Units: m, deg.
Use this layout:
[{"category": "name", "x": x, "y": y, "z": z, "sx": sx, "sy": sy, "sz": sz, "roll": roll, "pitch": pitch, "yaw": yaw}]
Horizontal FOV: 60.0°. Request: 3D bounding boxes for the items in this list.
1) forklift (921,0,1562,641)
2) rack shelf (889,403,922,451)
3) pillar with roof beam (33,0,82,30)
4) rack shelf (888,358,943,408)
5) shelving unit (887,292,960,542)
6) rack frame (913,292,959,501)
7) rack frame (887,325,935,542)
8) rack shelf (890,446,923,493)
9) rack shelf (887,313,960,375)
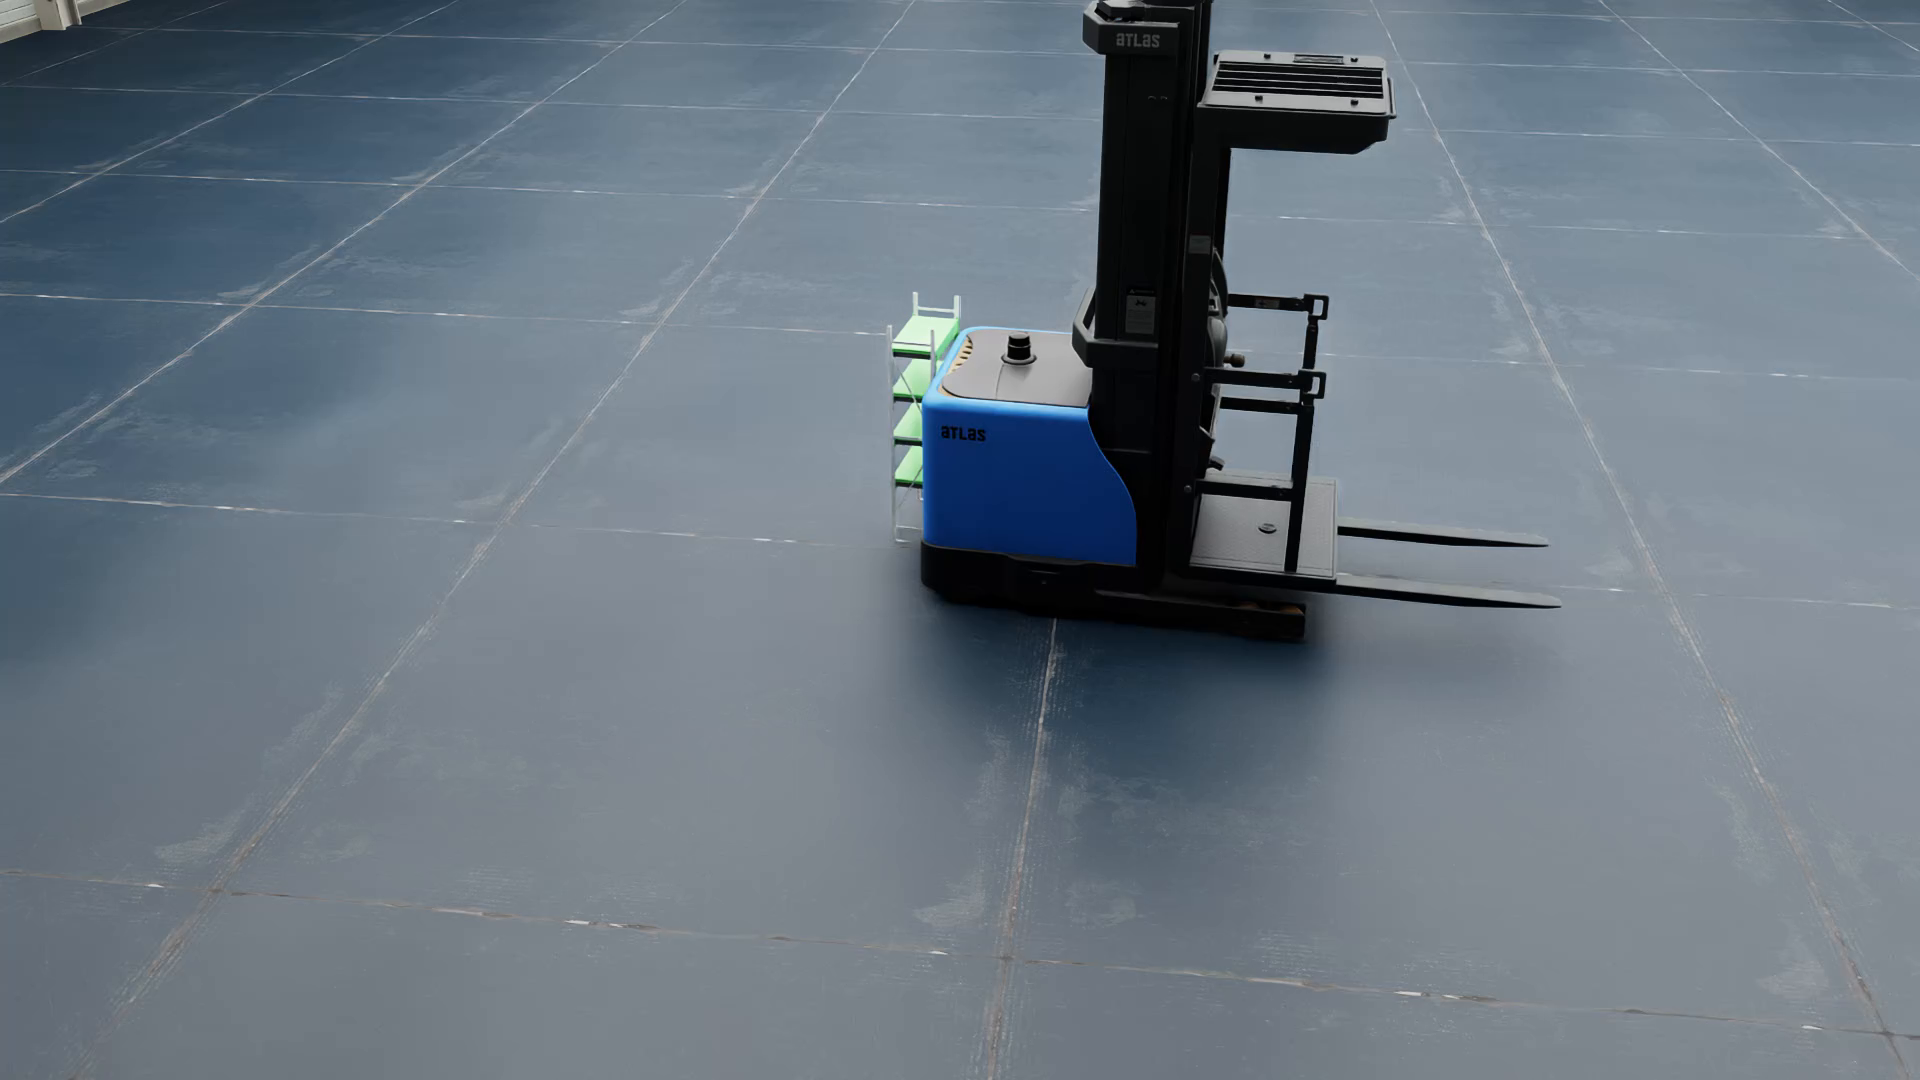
[{"category": "forklift", "x": 1.378, "y": -1.088, "z": 7.680, "sx": 3.031, "sy": 2.935, "sz": 1.130, "roll": 6, "pitch": 29, "yaw": 10}, {"category": "rack shelf", "x": -0.181, "y": -0.568, "z": 8.674, "sx": 0.258, "sy": 0.148, "sz": 0.480, "roll": 7, "pitch": 29, "yaw": 12}, {"category": "pillar with roof beam", "x": -6.805, "y": -10.037, "z": 17.893, "sx": 9.100, "sy": 9.000, "sz": 0.400, "roll": 3, "pitch": 28, "yaw": 6}, {"category": "rack shelf", "x": -0.182, "y": -0.780, "z": 8.561, "sx": 0.258, "sy": 0.148, "sz": 0.480, "roll": 7, "pitch": 29, "yaw": 12}, {"category": "shelving unit", "x": -0.181, "y": -0.625, "z": 8.644, "sx": 0.258, "sy": 1.200, "sz": 0.503, "roll": 7, "pitch": 29, "yaw": 12}, {"category": "rack frame", "x": -0.123, "y": -0.737, "z": 8.853, "sx": 0.240, "sy": 1.200, "sz": 0.015, "roll": 7, "pitch": 29, "yaw": 12}, {"category": "rack frame", "x": -0.240, "y": -0.512, "z": 8.435, "sx": 0.240, "sy": 1.200, "sz": 0.015, "roll": 7, "pitch": 29, "yaw": 12}, {"category": "rack shelf", "x": -0.181, "y": -0.357, "z": 8.788, "sx": 0.258, "sy": 0.148, "sz": 0.480, "roll": 7, "pitch": 29, "yaw": 12}, {"category": "rack shelf", "x": -0.182, "y": -0.991, "z": 8.447, "sx": 0.258, "sy": 0.148, "sz": 0.480, "roll": 7, "pitch": 29, "yaw": 12}]
